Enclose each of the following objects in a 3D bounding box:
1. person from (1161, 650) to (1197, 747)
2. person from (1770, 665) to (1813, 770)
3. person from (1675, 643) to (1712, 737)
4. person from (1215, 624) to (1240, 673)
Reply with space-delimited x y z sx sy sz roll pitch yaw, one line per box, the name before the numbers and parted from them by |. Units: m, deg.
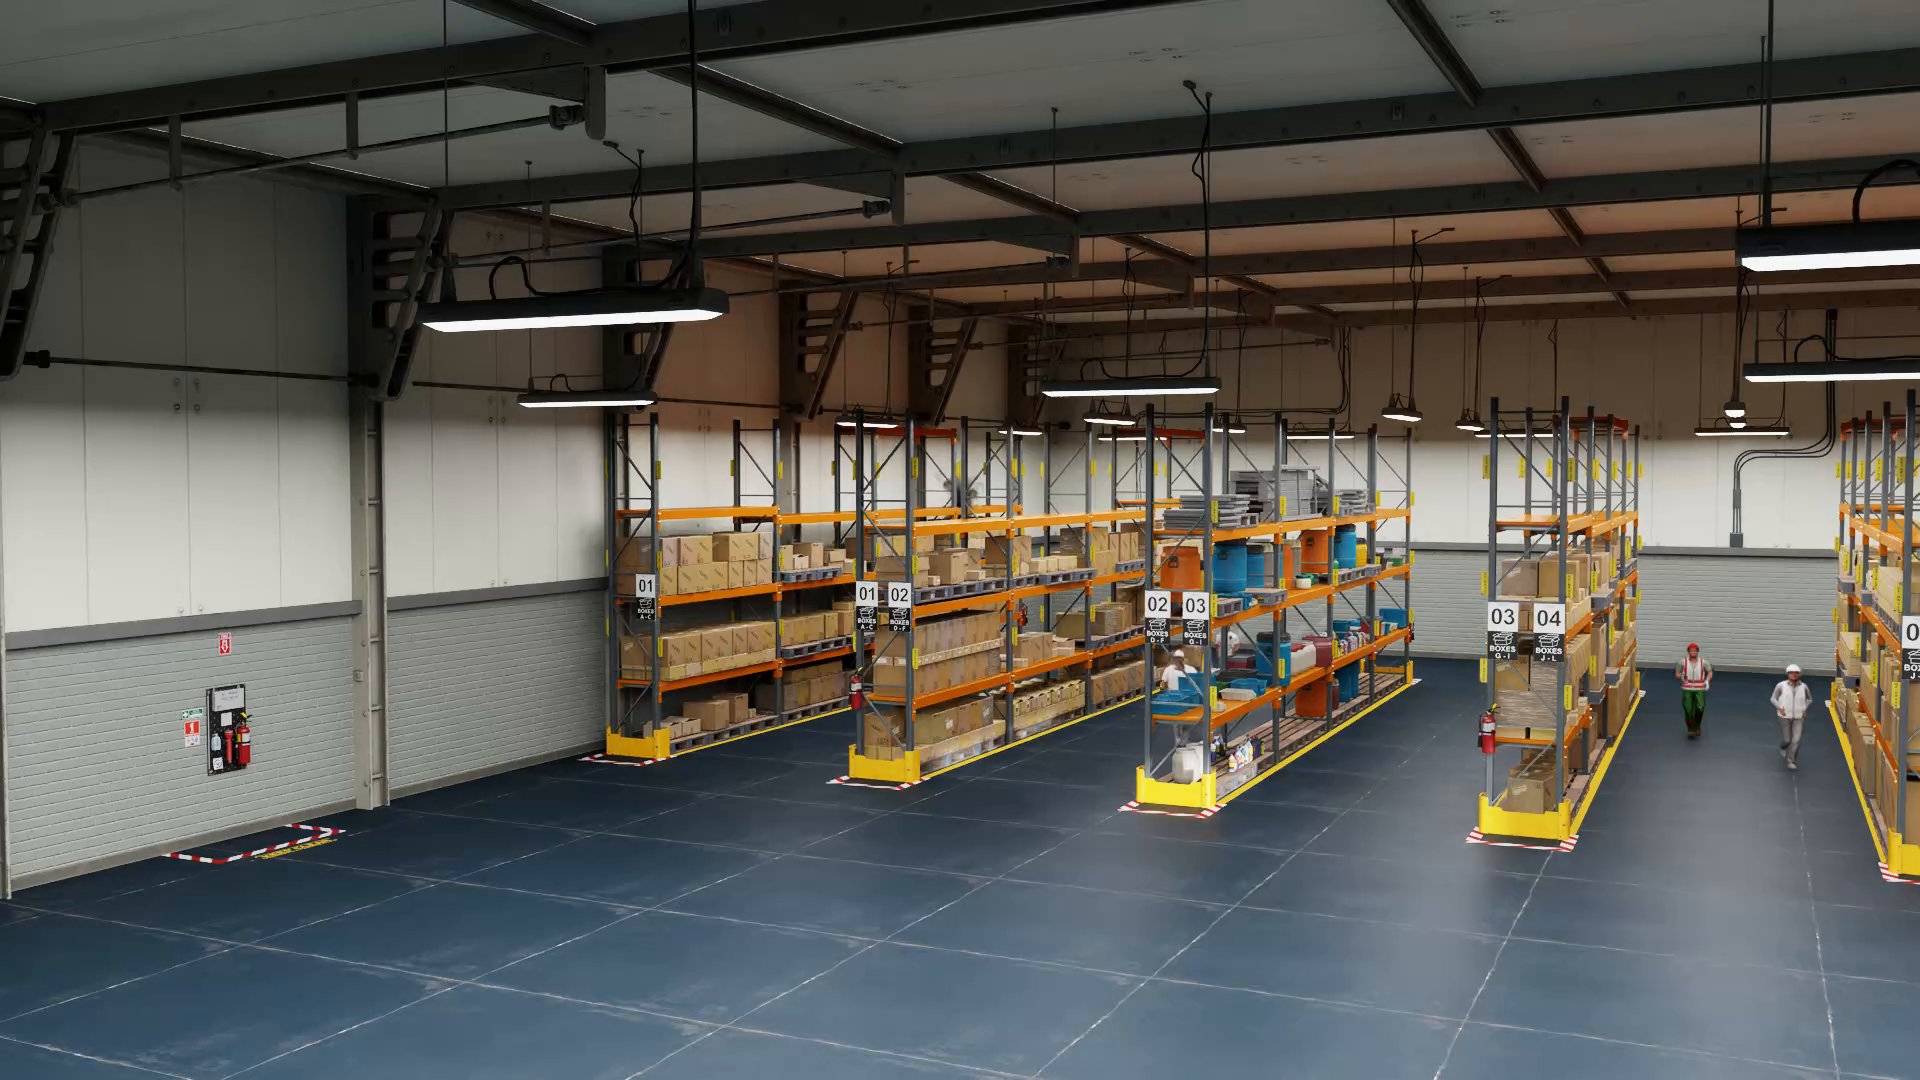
person | 3.935 2.866 29.984 0.680 1.749 0.626 1 3 24
person | 13.978 2.957 27.945 0.651 1.738 0.733 1 3 17
person | 13.684 2.807 31.009 0.641 1.746 0.601 1 3 22
person | 5.929 2.612 37.074 0.550 1.655 0.524 1 3 21
